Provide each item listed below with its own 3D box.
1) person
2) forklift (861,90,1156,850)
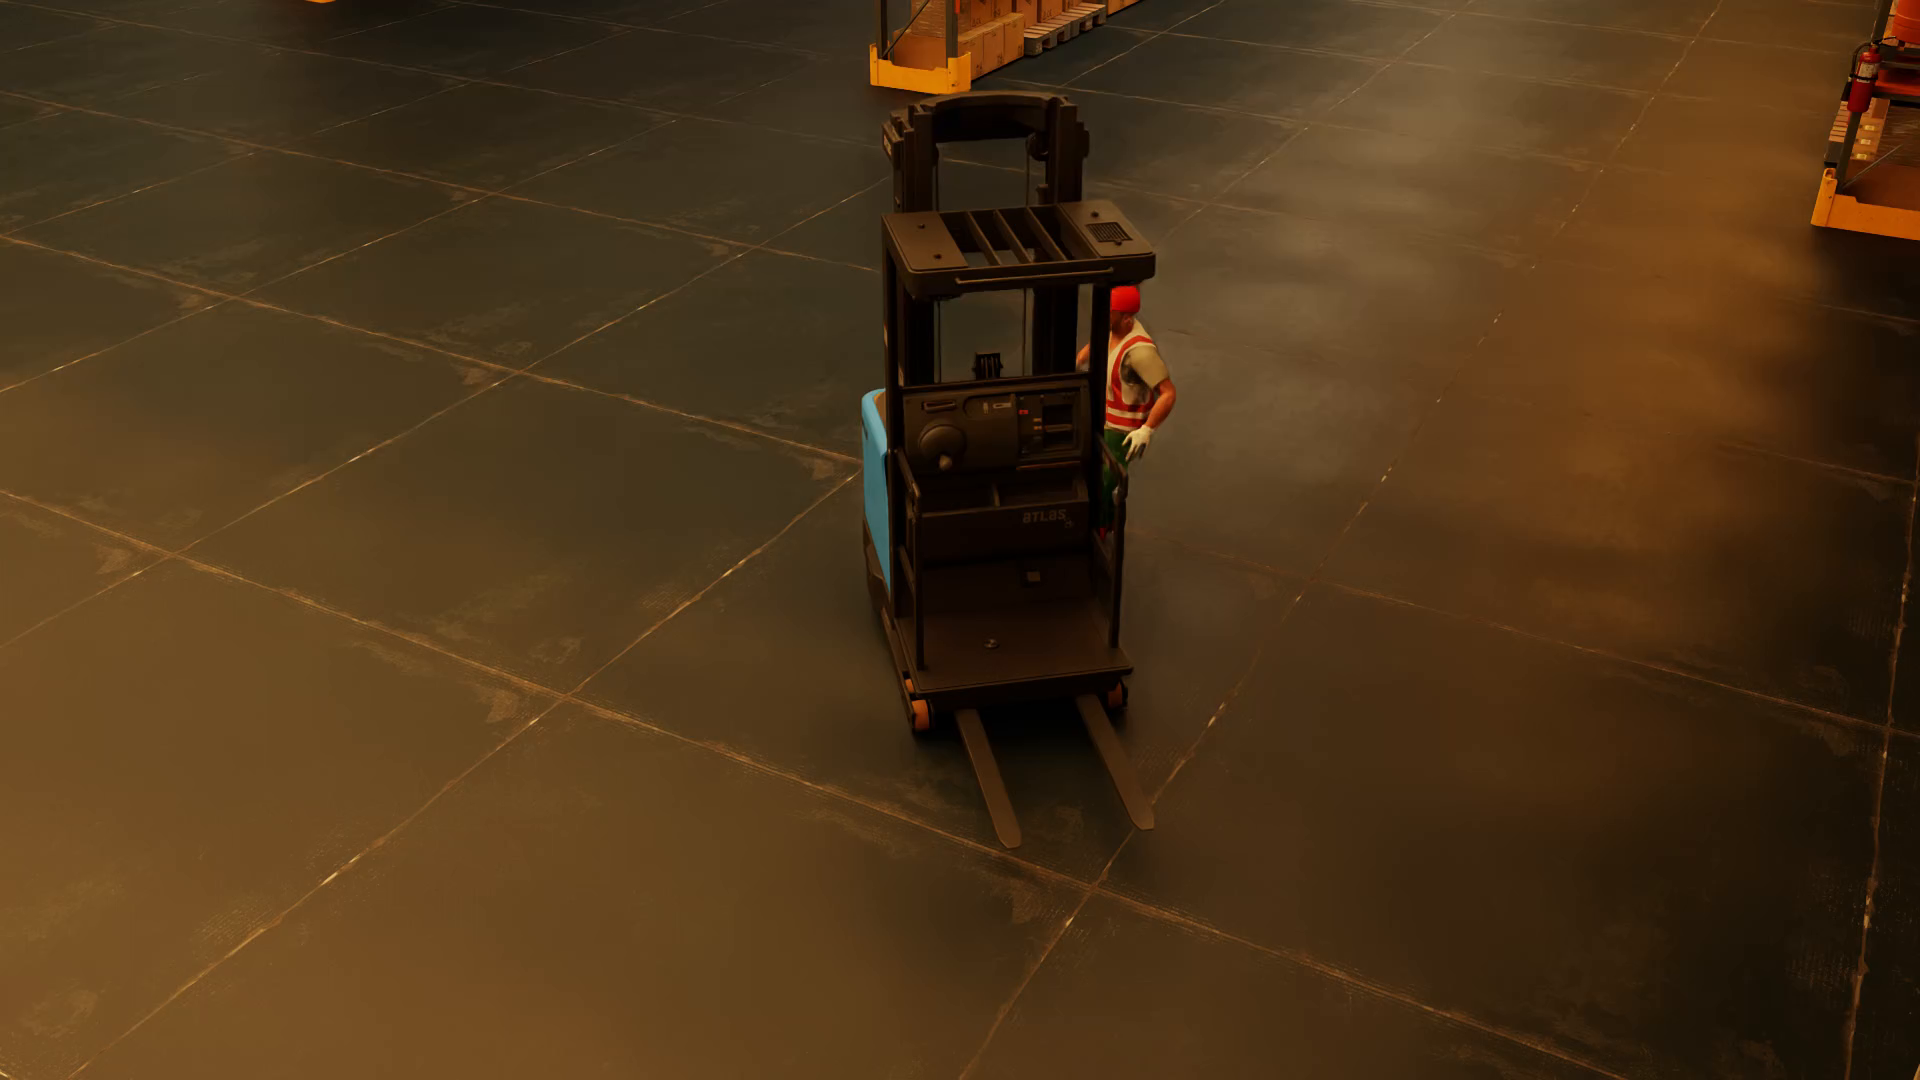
[{"bbox_3d":[0.764,-0.645,9.446,0.682,1.719,0.997,-8,31,-14],"label":"person"},{"bbox_3d":[0.231,-0.508,7.950,1.130,2.935,3.031,-6,30,-10],"label":"forklift"}]
